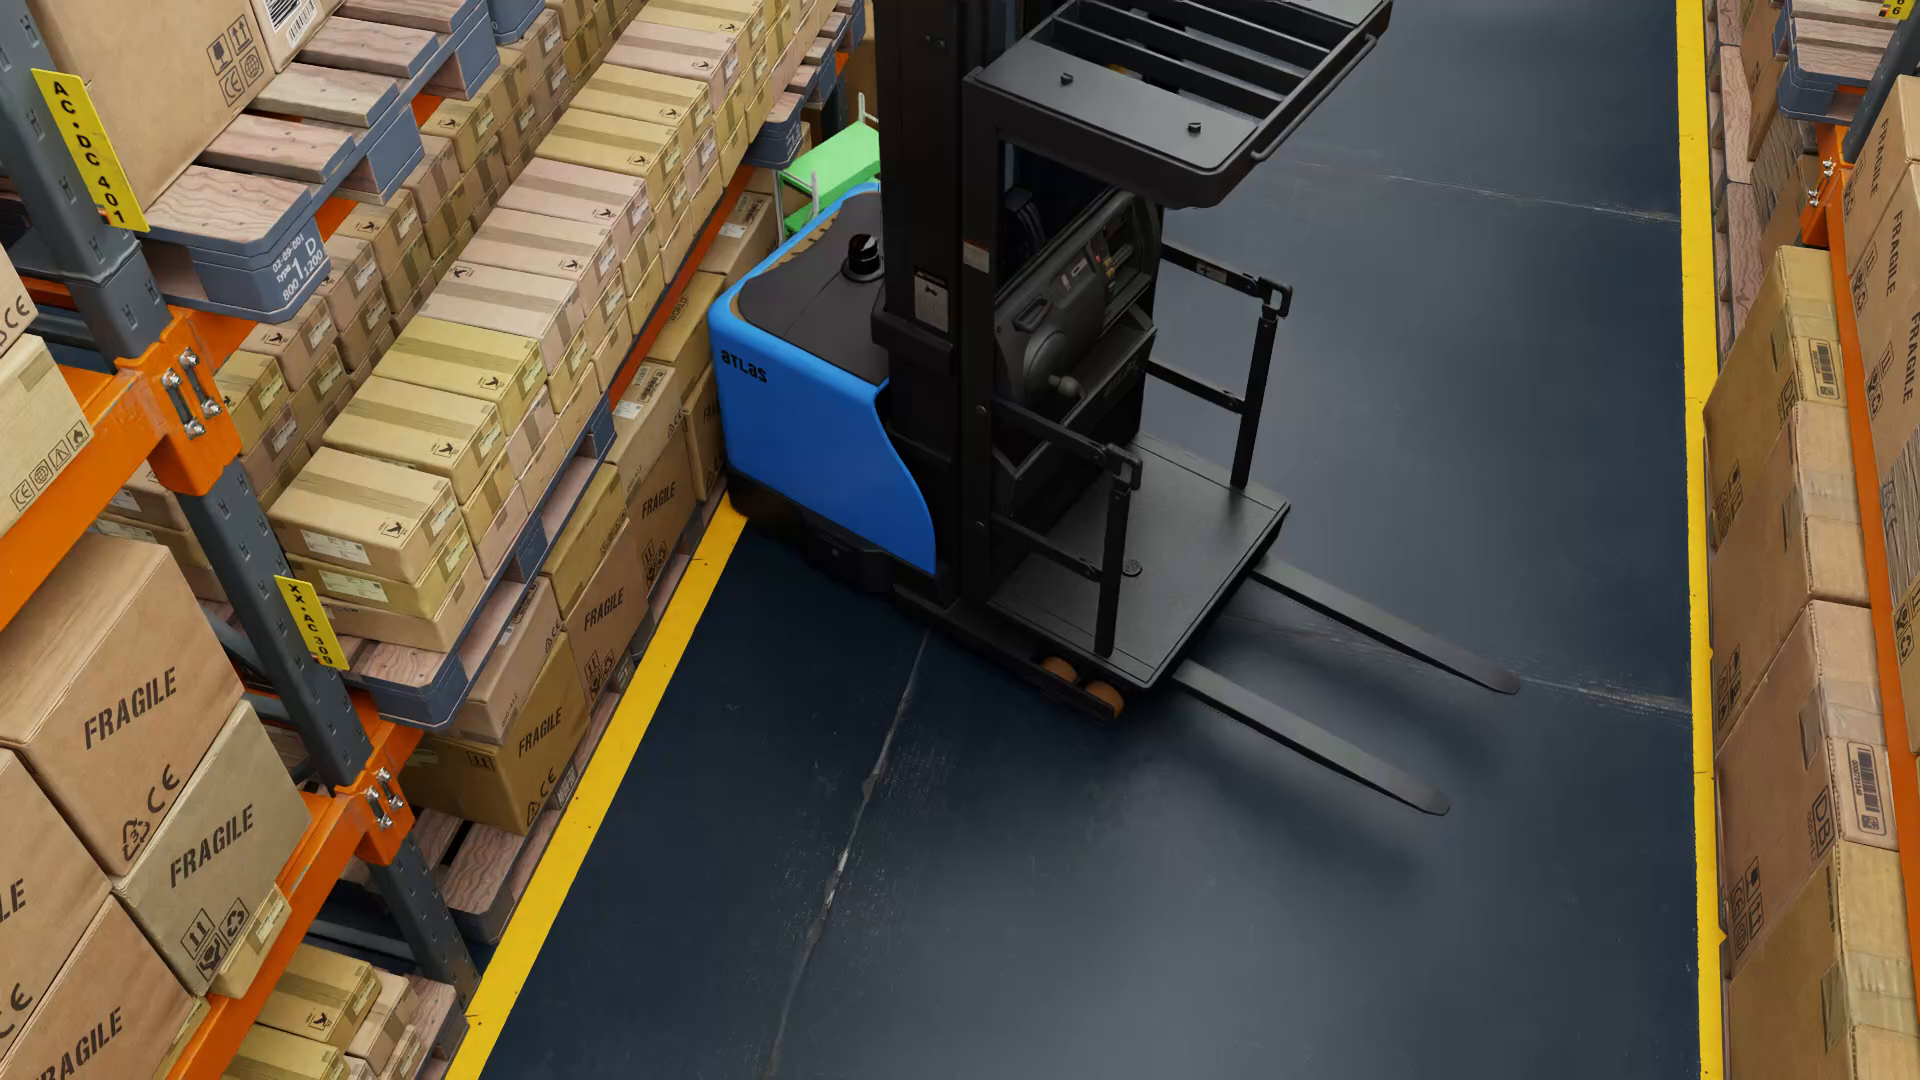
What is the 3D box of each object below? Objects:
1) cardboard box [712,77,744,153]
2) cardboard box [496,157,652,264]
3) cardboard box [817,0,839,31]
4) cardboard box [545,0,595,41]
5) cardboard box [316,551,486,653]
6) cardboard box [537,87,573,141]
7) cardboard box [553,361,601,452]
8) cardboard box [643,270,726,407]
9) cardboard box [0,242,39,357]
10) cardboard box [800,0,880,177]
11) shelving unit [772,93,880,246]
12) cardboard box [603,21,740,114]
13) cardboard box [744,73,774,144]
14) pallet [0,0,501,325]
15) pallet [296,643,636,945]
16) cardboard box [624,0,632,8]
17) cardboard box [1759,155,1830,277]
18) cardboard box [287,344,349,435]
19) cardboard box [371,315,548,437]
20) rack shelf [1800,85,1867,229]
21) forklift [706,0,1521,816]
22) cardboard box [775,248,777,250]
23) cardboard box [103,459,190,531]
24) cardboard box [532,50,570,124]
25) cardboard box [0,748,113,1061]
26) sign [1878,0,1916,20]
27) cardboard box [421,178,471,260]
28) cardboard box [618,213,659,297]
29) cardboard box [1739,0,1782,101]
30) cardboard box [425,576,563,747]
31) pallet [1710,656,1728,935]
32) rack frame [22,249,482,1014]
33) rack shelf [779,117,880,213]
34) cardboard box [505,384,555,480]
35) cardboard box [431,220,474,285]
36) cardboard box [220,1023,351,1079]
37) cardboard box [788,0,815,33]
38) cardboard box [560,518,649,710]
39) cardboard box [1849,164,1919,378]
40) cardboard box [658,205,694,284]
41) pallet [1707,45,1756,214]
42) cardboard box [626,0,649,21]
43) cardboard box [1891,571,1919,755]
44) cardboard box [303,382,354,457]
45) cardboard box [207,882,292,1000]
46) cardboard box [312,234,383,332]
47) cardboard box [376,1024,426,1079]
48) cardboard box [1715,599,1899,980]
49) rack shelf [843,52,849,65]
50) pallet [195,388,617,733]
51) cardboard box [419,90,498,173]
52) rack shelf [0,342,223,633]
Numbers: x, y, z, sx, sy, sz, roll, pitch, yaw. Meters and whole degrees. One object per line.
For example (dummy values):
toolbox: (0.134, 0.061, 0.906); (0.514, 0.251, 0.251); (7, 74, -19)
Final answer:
cardboard box: (-0.960, -1.473, 5.657); (0.380, 0.149, 0.250); (11, 50, 10)
cardboard box: (-1.165, -1.000, 5.041); (0.380, 0.149, 0.250); (13, 50, 11)
cardboard box: (-0.686, -2.119, 6.426); (0.380, 0.149, 0.250); (12, 50, 11)
cardboard box: (-1.515, -1.904, 5.840); (0.380, 0.149, 0.250); (10, 49, 8)
cardboard box: (-1.505, 0.133, 4.439); (0.380, 0.149, 0.250); (9, 49, 8)
cardboard box: (-1.591, -1.505, 5.884); (0.380, 0.149, 0.250); (13, 50, 11)
cardboard box: (-1.301, -0.431, 4.936); (0.380, 0.149, 0.250); (12, 50, 10)
cardboard box: (-1.198, -0.792, 6.254); (0.500, 0.250, 0.500); (13, 50, 11)
cardboard box: (-1.928, -0.342, 2.736); (0.500, 0.250, 0.500); (9, 49, 8)
cardboard box: (-0.752, -2.328, 7.943); (1.050, 0.750, 0.750); (11, 49, 10)
shelving unit: (-0.476, -1.190, 6.919); (0.258, 1.200, 0.503); (34, 56, 26)
cardboard box: (-0.959, -1.581, 5.554); (0.380, 0.149, 0.250); (12, 50, 10)
cardboard box: (-0.889, -1.574, 5.945); (0.380, 0.149, 0.250); (11, 49, 10)
pallet: (-1.787, -0.973, 3.652); (1.213, 0.211, 1.003); (12, 50, 10)
pallet: (-1.849, 0.742, 5.873); (1.003, 0.211, 1.213); (12, 50, 10)
cardboard box: (-1.390, -2.158, 6.262); (0.380, 0.149, 0.250); (14, 50, 12)
cardboard box: (3.916, -1.266, 7.159); (0.700, 0.500, 0.500); (9, 49, 8)
cardboard box: (-2.002, -0.468, 4.770); (0.380, 0.149, 0.250); (14, 50, 12)
cardboard box: (-1.367, -0.452, 4.558); (0.380, 0.149, 0.250); (12, 50, 10)
rack shelf: (4.285, -2.667, 7.502); (1.077, 0.370, 4.000); (12, 50, 10)
forklift: (0.567, -0.753, 5.379); (3.031, 2.935, 1.130); (28, 54, 22)
cardboard box: (-1.061, -0.920, 6.867); (0.500, 0.500, 0.500); (13, 50, 12)
cardboard box: (-2.135, -0.199, 4.334); (0.380, 0.149, 0.250); (14, 50, 12)
cardboard box: (-1.589, -1.602, 5.771); (0.380, 0.149, 0.250); (12, 50, 10)
cardboard box: (-2.046, 0.689, 3.128); (0.500, 0.500, 0.500); (10, 49, 9)
sign: (3.233, -1.916, 5.640); (0.100, 0.325, 0.005); (12, 50, 10)
cardboard box: (-1.795, -1.053, 5.286); (0.380, 0.149, 0.250); (12, 50, 10)
cardboard box: (-1.164, -0.916, 5.166); (0.380, 0.149, 0.250); (11, 49, 9)
cardboard box: (4.339, -2.485, 8.235); (0.700, 0.500, 0.500); (8, 49, 7)
cardboard box: (-1.603, 0.340, 5.255); (0.500, 0.250, 0.500); (10, 49, 8)
pallet: (3.156, 0.899, 5.735); (1.003, 0.211, 1.213); (12, 50, 10)
rack frame: (-2.052, 0.383, 4.331); (1.000, 3.000, 0.127); (12, 50, 10)
rack shelf: (-0.475, -1.466, 6.608); (0.258, 0.148, 0.480); (34, 56, 26)
cardboard box: (-1.371, -0.340, 4.658); (0.380, 0.149, 0.250); (13, 50, 11)
cardboard box: (-1.799, -0.942, 5.387); (0.380, 0.149, 0.250); (14, 50, 12)
cardboard box: (-1.924, 1.492, 4.576); (0.380, 0.149, 0.250); (12, 50, 11)
cardboard box: (-0.759, -2.024, 6.144); (0.380, 0.149, 0.250); (13, 50, 11)
cardboard box: (-1.464, 0.206, 5.874); (0.500, 0.500, 0.500); (14, 50, 12)
cardboard box: (3.235, -0.820, 5.326); (0.500, 0.500, 0.500); (10, 49, 9)
cardboard box: (-1.097, -0.995, 5.433); (0.380, 0.149, 0.250); (10, 49, 8)
pallet: (4.289, -1.981, 8.276); (1.003, 0.211, 1.213); (12, 50, 10)
cardboard box: (-1.383, -2.089, 6.399); (0.380, 0.149, 0.250); (14, 50, 12)
cardboard box: (2.834, 0.273, 4.360); (0.500, 0.500, 0.500); (11, 49, 10)
cardboard box: (-2.003, -0.367, 4.880); (0.380, 0.149, 0.250); (11, 50, 10)
cardboard box: (-1.864, 0.926, 4.018); (0.380, 0.149, 0.250); (10, 49, 9)
cardboard box: (-1.926, -0.770, 4.838); (0.380, 0.149, 0.250); (11, 50, 10)
cardboard box: (-1.827, 1.538, 4.932); (0.380, 0.149, 0.250); (12, 50, 11)
cardboard box: (3.090, 0.885, 5.024); (1.225, 0.875, 0.875); (10, 49, 9)
rack shelf: (-0.473, -3.719, 8.431); (1.077, 0.370, 4.000); (12, 50, 10)
pallet: (-1.711, -0.078, 4.865); (1.003, 0.211, 1.213); (12, 50, 10)
cardboard box: (-1.722, -1.337, 5.339); (0.380, 0.149, 0.250); (11, 49, 10)
rack shelf: (-2.579, 1.075, 2.199); (1.077, 0.370, 4.000); (12, 50, 10)
